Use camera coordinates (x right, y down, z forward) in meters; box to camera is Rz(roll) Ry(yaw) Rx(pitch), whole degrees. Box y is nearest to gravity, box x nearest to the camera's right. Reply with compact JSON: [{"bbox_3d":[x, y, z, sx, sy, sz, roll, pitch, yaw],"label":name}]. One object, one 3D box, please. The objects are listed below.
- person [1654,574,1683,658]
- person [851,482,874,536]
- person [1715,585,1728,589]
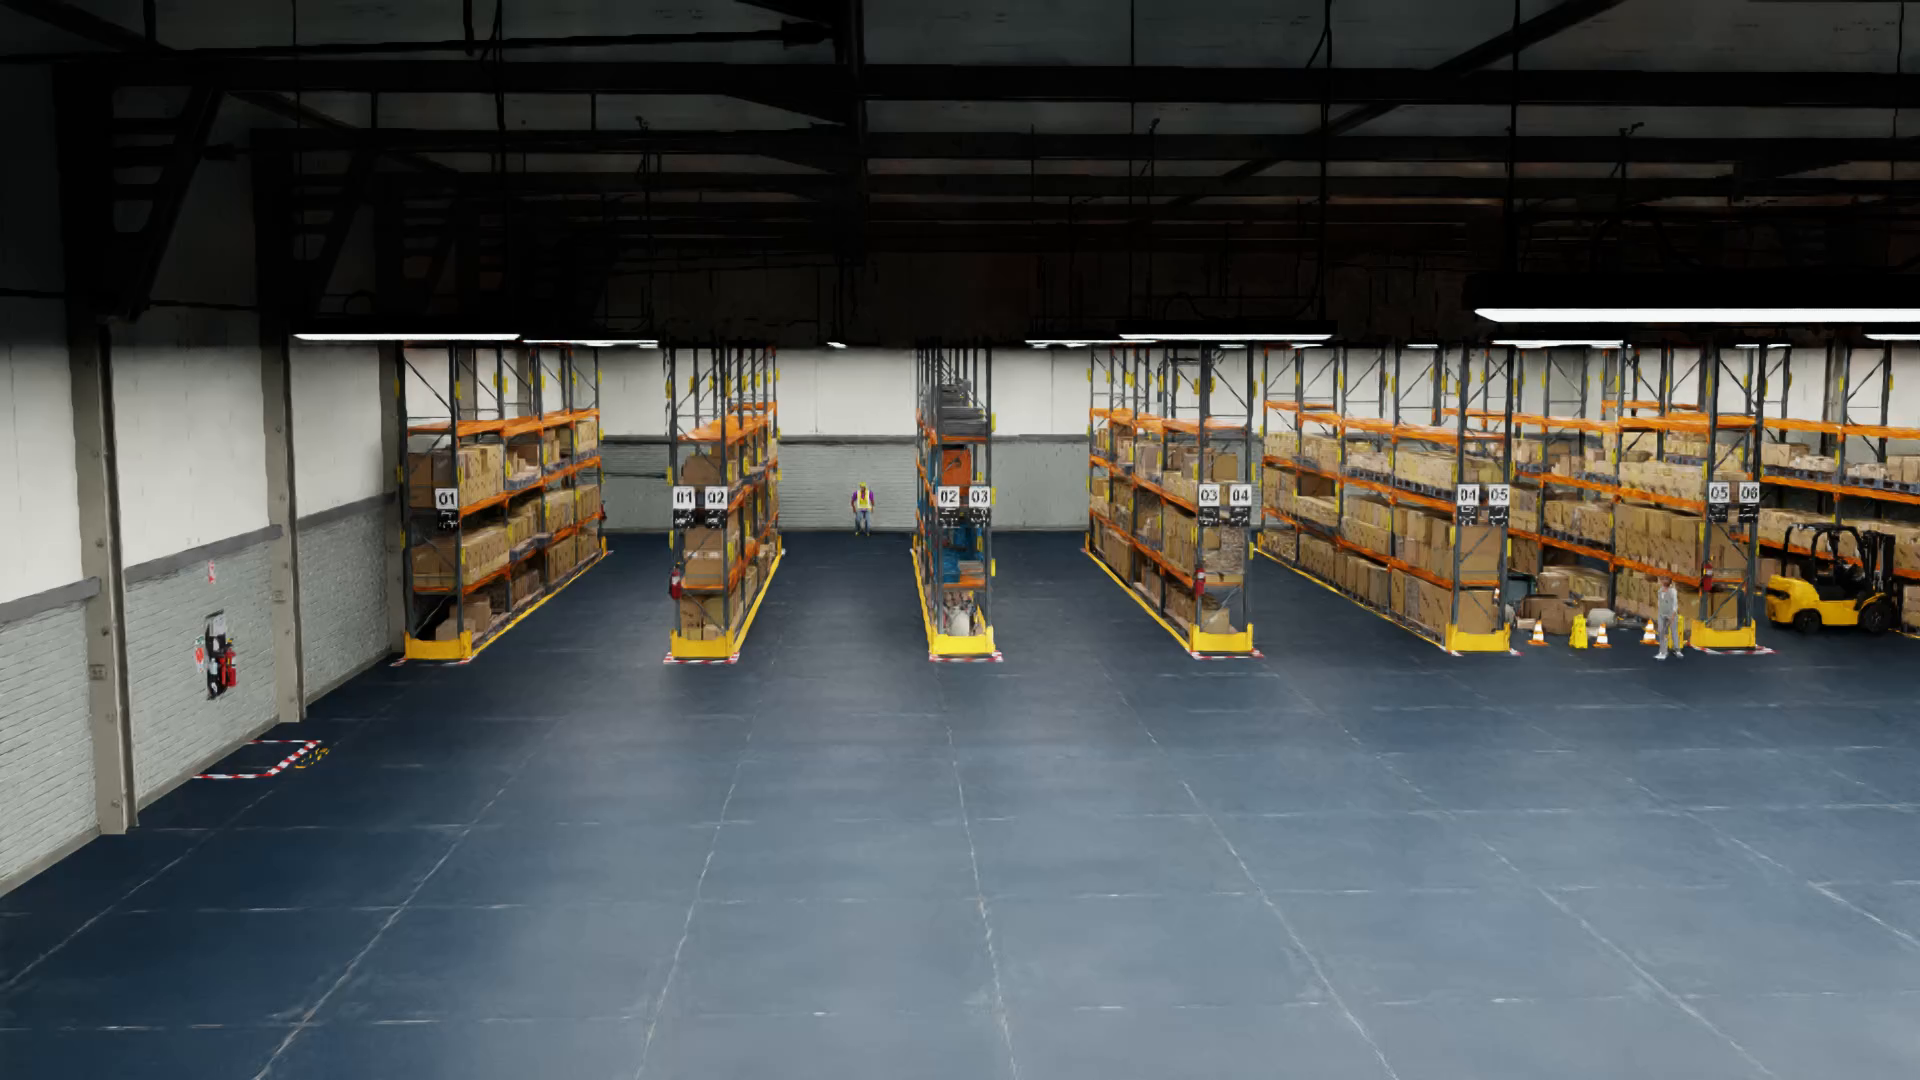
[{"bbox_3d":[13.251,1.415,31.069,0.555,1.581,0.448,-4,8,-34],"label":"person"},{"bbox_3d":[-3.003,-0.961,51.437,0.719,1.713,0.578,0,7,-4],"label":"person"},{"bbox_3d":[16.288,0.831,35.675,0.477,1.675,0.493,3,7,28],"label":"person"}]
